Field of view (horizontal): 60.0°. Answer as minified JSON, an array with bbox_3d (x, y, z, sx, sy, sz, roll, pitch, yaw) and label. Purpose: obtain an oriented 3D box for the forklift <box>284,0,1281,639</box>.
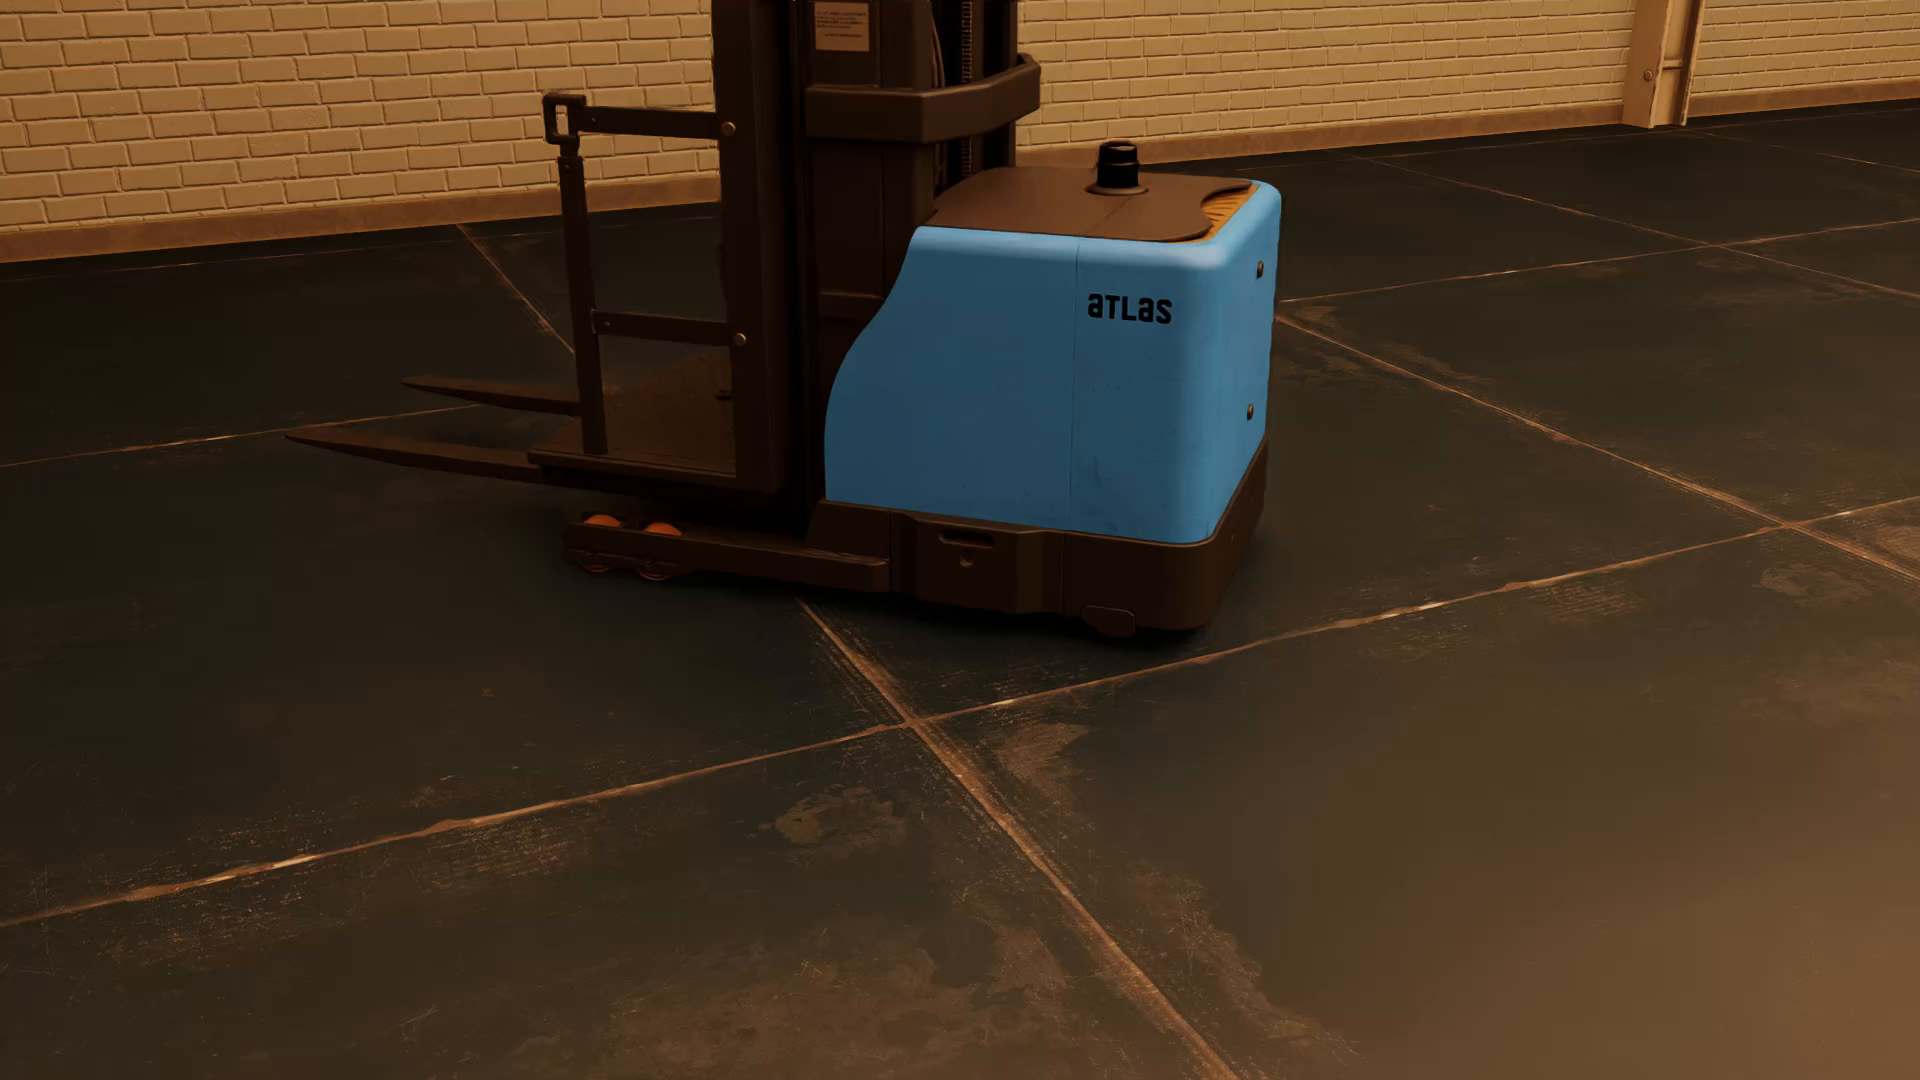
[{"bbox_3d":[-0.633,-1.417,4.697,3.031,2.935,1.130,7,24,17],"label":"forklift"}]
